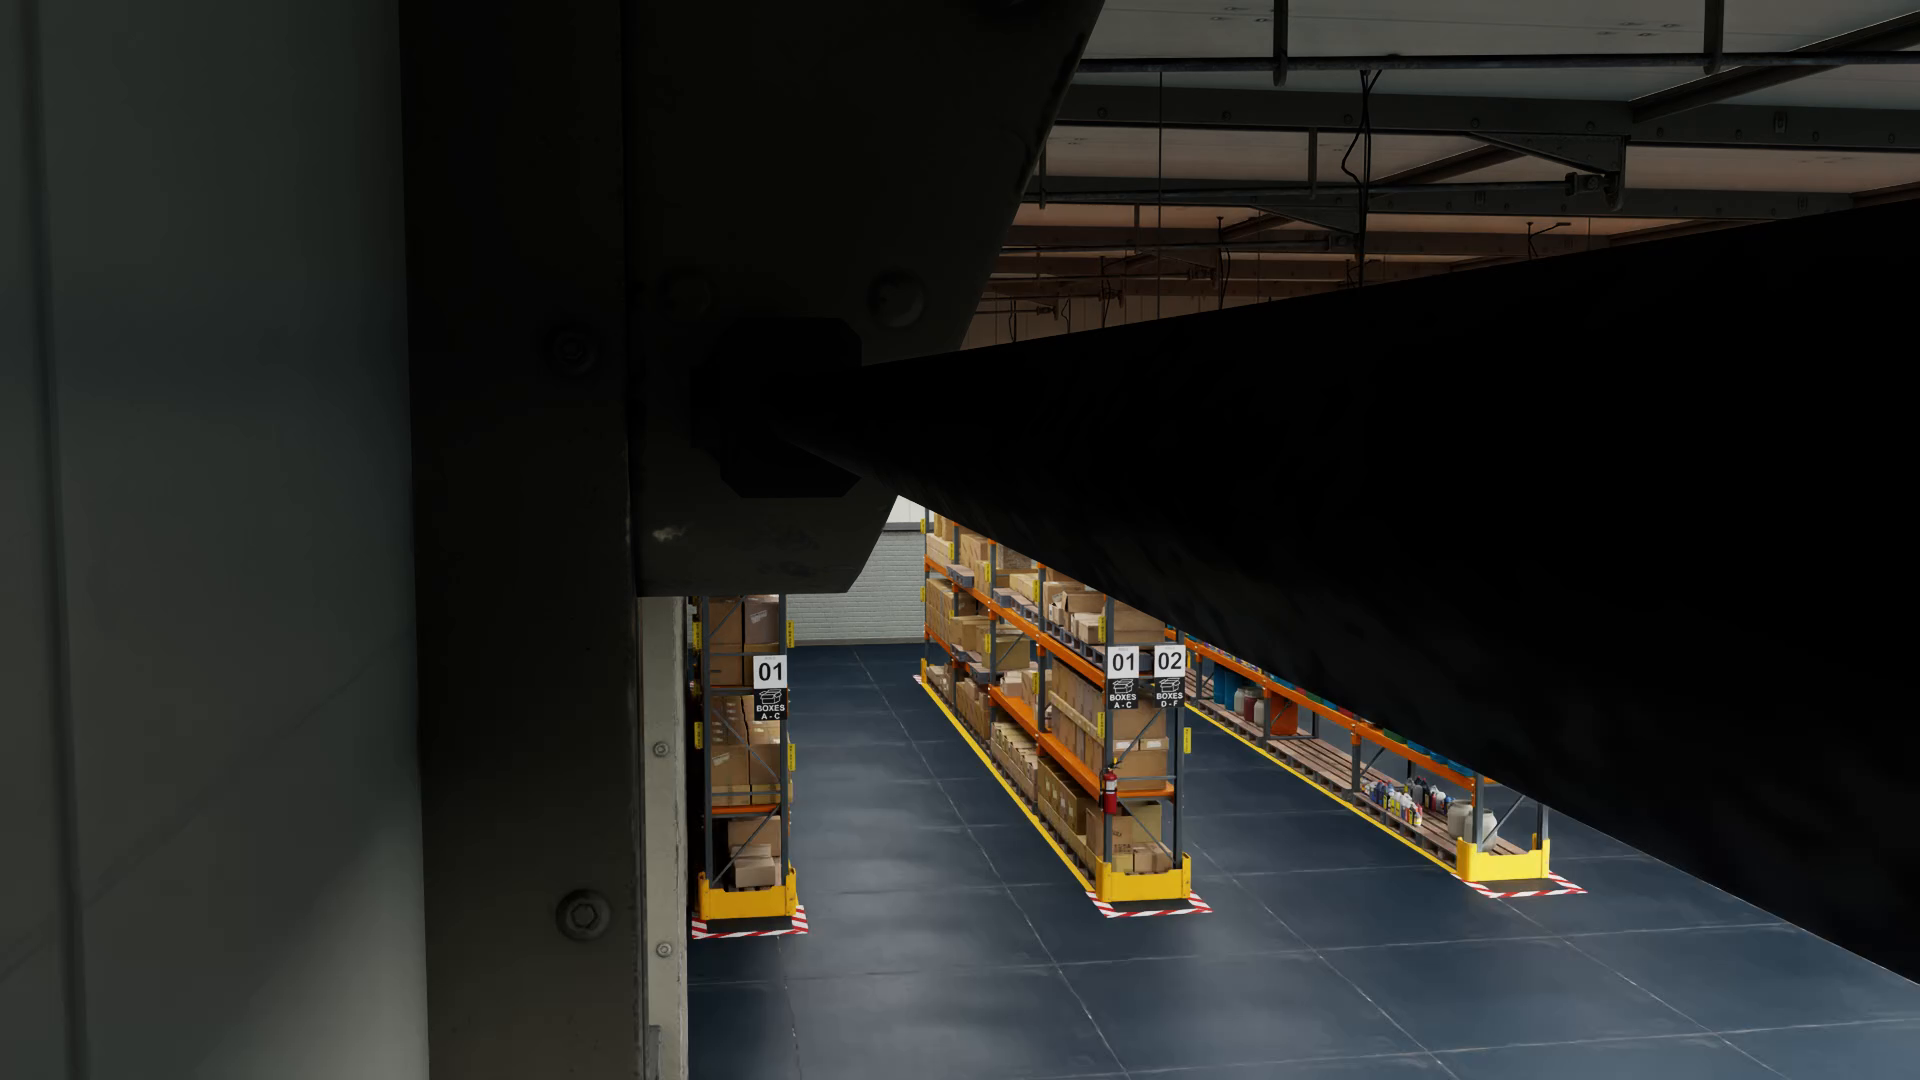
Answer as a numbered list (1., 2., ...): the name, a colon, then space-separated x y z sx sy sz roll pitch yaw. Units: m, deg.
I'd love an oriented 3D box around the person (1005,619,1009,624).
1. person: 0.888 2.179 37.905 0.480 1.601 1.068 -3 6 -33
